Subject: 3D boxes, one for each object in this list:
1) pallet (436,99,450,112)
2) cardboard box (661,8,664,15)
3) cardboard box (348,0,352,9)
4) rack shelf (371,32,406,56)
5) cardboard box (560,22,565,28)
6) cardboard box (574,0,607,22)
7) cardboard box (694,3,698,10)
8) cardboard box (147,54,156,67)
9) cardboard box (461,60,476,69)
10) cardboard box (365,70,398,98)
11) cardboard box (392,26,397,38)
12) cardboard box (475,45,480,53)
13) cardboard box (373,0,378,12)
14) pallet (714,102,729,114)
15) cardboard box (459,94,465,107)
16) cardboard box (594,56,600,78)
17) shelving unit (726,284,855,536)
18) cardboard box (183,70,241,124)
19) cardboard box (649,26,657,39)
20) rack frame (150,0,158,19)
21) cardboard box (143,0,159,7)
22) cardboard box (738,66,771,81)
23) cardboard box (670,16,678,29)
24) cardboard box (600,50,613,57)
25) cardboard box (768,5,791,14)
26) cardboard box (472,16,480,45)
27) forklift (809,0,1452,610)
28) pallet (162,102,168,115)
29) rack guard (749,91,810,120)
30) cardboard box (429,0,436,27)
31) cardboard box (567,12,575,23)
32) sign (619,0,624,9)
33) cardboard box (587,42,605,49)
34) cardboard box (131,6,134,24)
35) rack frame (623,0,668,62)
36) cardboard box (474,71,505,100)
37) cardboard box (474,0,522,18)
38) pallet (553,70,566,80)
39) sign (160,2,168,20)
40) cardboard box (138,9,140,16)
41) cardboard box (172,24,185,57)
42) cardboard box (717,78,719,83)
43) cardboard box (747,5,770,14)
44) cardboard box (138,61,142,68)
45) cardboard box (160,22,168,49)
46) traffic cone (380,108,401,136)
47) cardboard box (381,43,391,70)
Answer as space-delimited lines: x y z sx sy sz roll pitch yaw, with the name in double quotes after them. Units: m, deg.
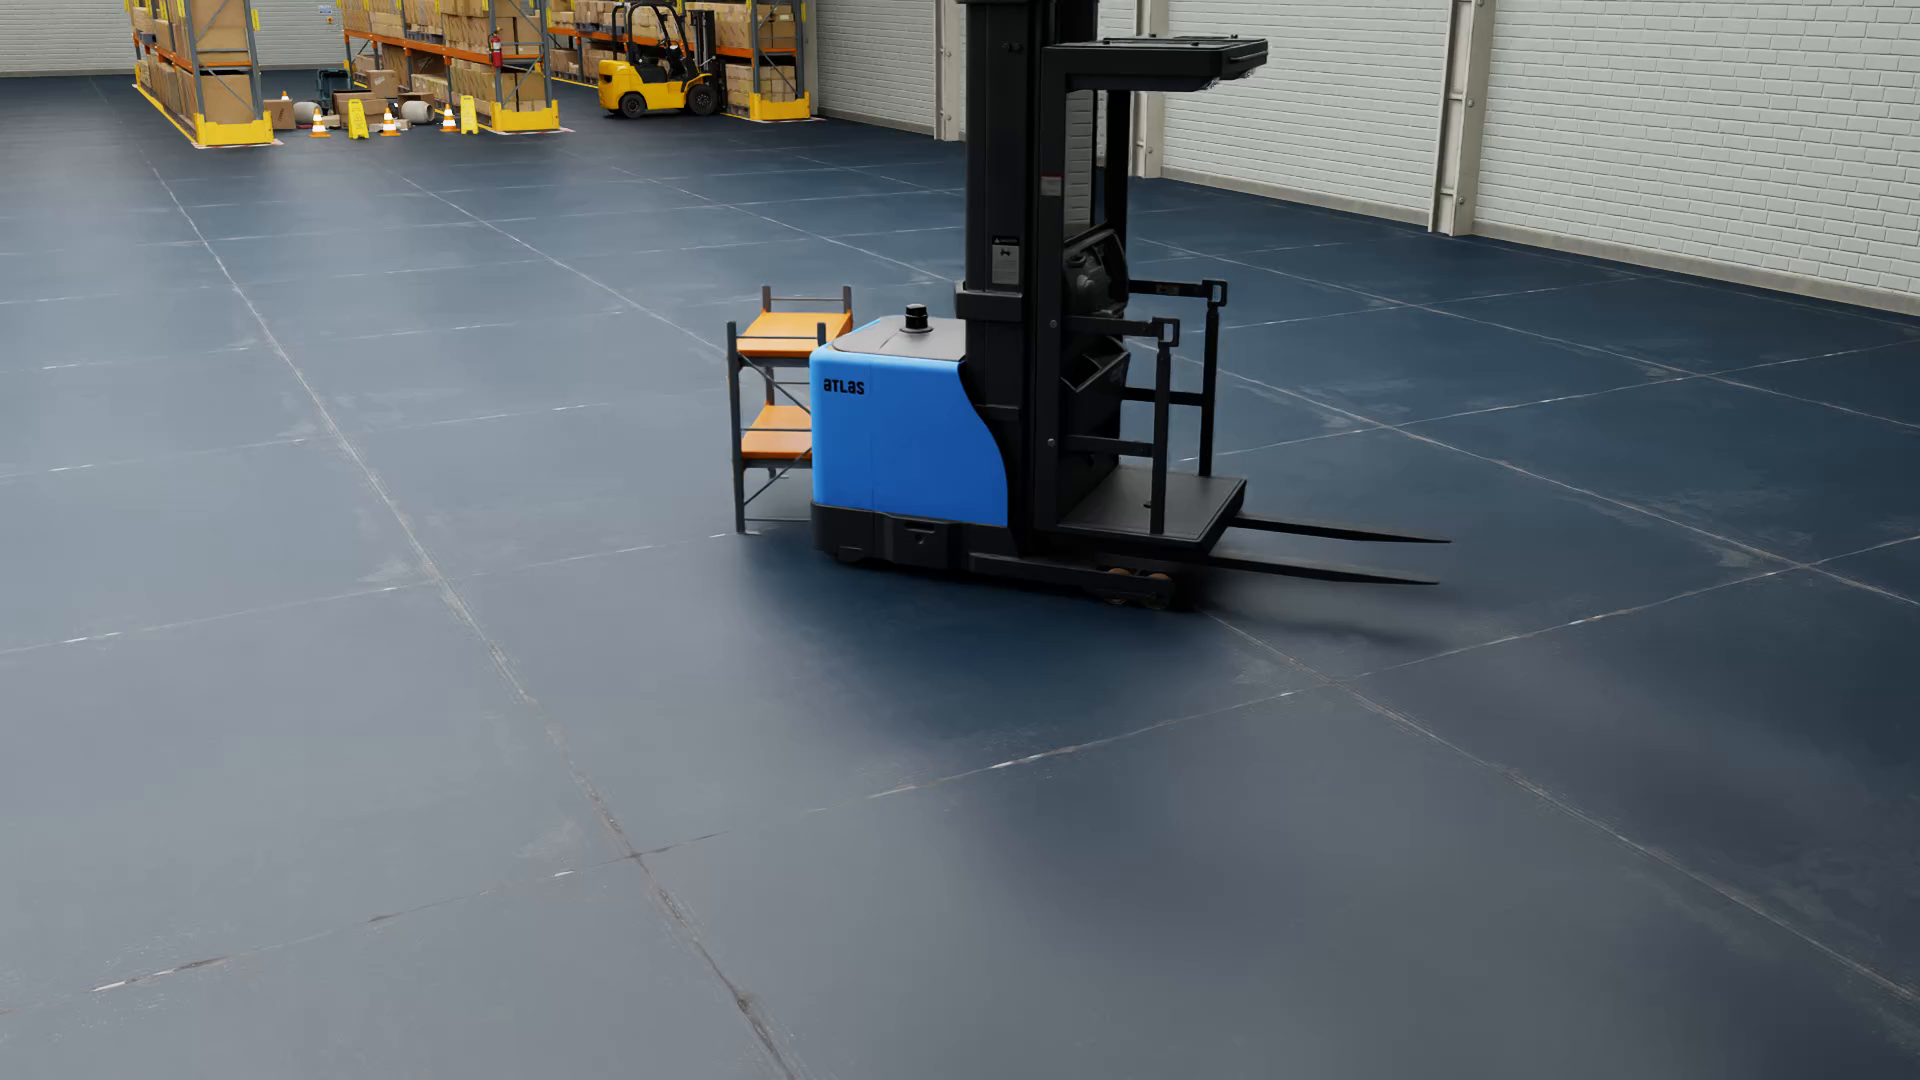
-10.167 -8.964 34.286 1.003 0.211 1.213 -10 21 -27 "pallet"
-6.306 -11.536 36.317 0.380 0.149 0.250 -11 22 -28 "cardboard box"
-15.015 -13.548 41.610 0.500 0.500 0.500 -10 21 -27 "cardboard box"
-12.645 -11.442 38.293 1.077 0.370 4.000 -10 21 -27 "rack shelf"
-10.136 -13.350 43.107 0.380 0.149 0.250 -10 22 -27 "cardboard box"
-9.196 -13.198 41.484 0.700 0.500 0.500 -9 21 -25 "cardboard box"
-5.320 -11.128 34.678 0.380 0.149 0.250 -10 21 -26 "cardboard box"
-17.785 -10.678 37.017 0.500 0.250 0.500 -11 22 -29 "cardboard box"
-9.371 -9.139 31.944 0.380 0.149 0.250 -9 21 -24 "cardboard box"
-11.349 -8.951 32.645 0.500 0.500 0.500 -10 21 -27 "cardboard box"
-12.421 -11.386 37.259 0.500 0.250 0.500 -10 21 -26 "cardboard box"
-8.732 -9.068 30.697 0.380 0.149 0.250 -10 21 -26 "cardboard box"
-13.373 -12.563 38.755 0.500 0.500 0.500 -10 21 -27 "cardboard box"
-4.506 -8.926 34.174 1.003 0.211 1.213 -10 21 -27 "pallet"
-9.490 -8.595 32.513 0.500 0.250 0.500 -9 21 -24 "cardboard box"
-8.702 -11.674 41.051 0.500 0.500 0.500 -11 22 -28 "cardboard box"
-0.892 -0.729 9.018 0.538 1.125 1.048 1 19 3 "shelving unit"
-13.005 -7.746 29.094 0.875 0.875 0.875 -10 22 -28 "cardboard box"
-6.604 -11.300 37.011 0.500 0.250 0.500 -9 21 -25 "cardboard box"
-16.004 -10.412 34.206 1.000 3.000 0.127 -10 21 -27 "rack frame"
-18.365 -12.314 37.576 0.500 0.500 0.500 -11 22 -29 "cardboard box"
-4.023 -9.136 32.548 0.500 0.250 0.500 -9 21 -25 "cardboard box"
-5.888 -11.096 35.652 0.500 0.250 0.500 -10 22 -28 "cardboard box"
-8.617 -11.940 40.829 0.380 0.149 0.250 -9 21 -25 "cardboard box"
-3.502 -10.305 32.293 0.380 0.149 0.250 -10 22 -28 "cardboard box"
-8.631 -9.356 30.539 0.500 0.500 0.500 -10 21 -27 "cardboard box"
0.828 -1.258 7.784 3.031 2.935 1.130 7 20 19 "forklift"
-15.696 -8.856 33.971 1.003 0.211 1.213 -10 21 -27 "pallet"
-3.519 -8.492 32.476 1.175 0.500 0.348 -10 21 -27 "rack guard"
-10.454 -10.685 33.744 0.500 0.500 0.500 -10 21 -26 "cardboard box"
-9.685 -13.304 42.361 0.500 0.250 0.500 -9 21 -25 "cardboard box"
-7.802 -12.401 38.316 0.100 0.325 0.005 -10 21 -27 "sign"
-9.127 -12.378 41.644 0.380 0.149 0.250 -11 22 -29 "cardboard box"
-19.556 -12.575 39.865 0.500 0.500 0.500 -10 21 -27 "cardboard box"
-7.329 -11.977 38.744 1.000 3.000 0.127 -10 21 -27 "rack frame"
-8.758 -8.503 31.097 0.500 0.500 0.500 -9 21 -25 "cardboard box"
-8.332 -9.684 29.956 0.700 0.500 0.500 -11 22 -28 "cardboard box"
-10.137 -12.355 44.114 1.003 0.211 1.213 -10 21 -27 "pallet"
-14.578 -9.687 30.451 0.100 0.325 0.005 -10 21 -27 "sign"
-17.252 -11.214 35.360 0.380 0.149 0.250 -9 21 -24 "cardboard box"
-13.485 -8.903 29.603 0.875 0.550 0.550 -10 21 -27 "cardboard box"
-4.763 -9.342 33.911 0.500 0.250 0.500 -10 21 -27 "cardboard box"
-3.886 -10.246 32.121 0.380 0.149 0.250 -10 21 -27 "cardboard box"
-19.609 -11.485 40.130 0.380 0.149 0.250 -10 21 -27 "cardboard box"
-15.068 -9.709 32.017 0.500 0.500 0.500 -10 21 -26 "cardboard box"
-10.052 -7.366 29.268 0.336 0.463 0.334 -10 21 -27 "traffic cone"
-13.230 -11.384 39.638 0.875 0.875 0.875 -9 21 -25 "cardboard box"
